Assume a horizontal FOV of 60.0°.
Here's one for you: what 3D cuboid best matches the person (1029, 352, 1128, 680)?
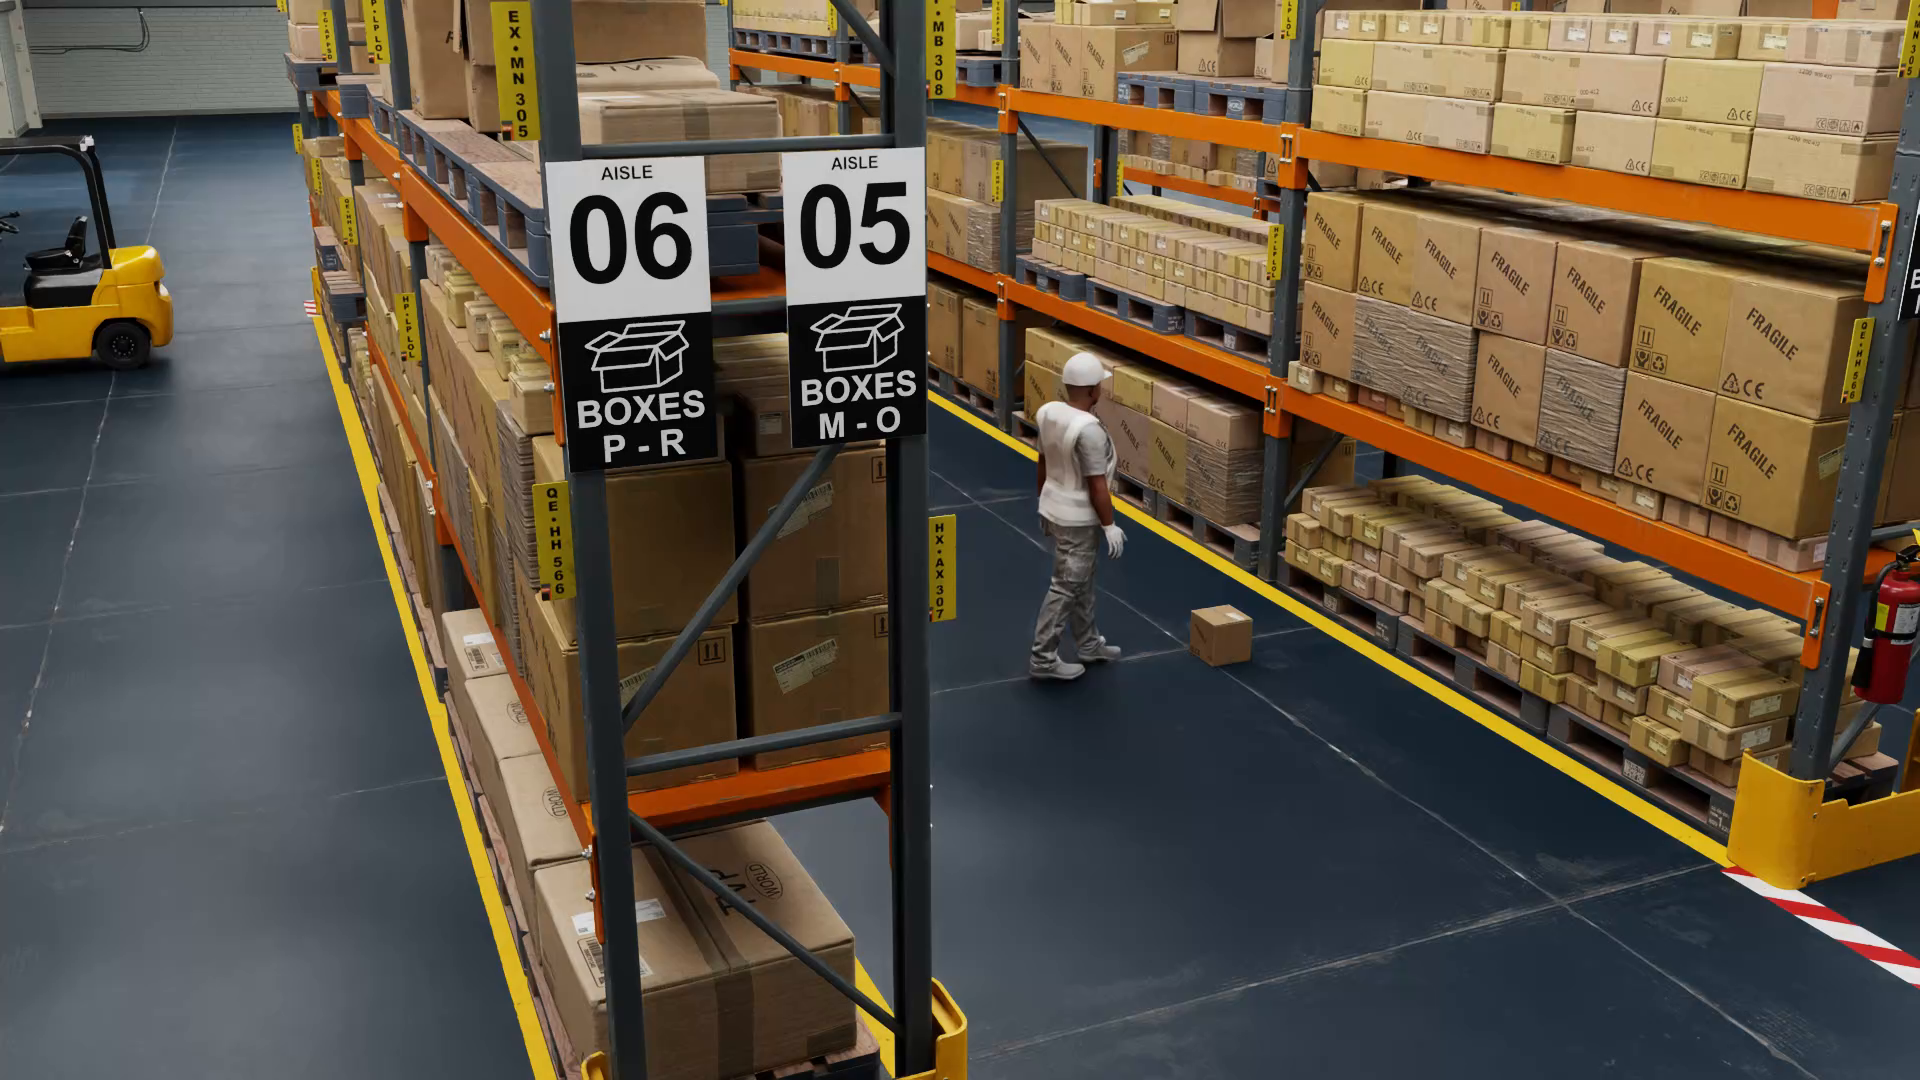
[{"bbox_3d":[0.676,-0.112,8.847,0.640,1.801,0.586,-6,20,-18],"label":"person"}]
